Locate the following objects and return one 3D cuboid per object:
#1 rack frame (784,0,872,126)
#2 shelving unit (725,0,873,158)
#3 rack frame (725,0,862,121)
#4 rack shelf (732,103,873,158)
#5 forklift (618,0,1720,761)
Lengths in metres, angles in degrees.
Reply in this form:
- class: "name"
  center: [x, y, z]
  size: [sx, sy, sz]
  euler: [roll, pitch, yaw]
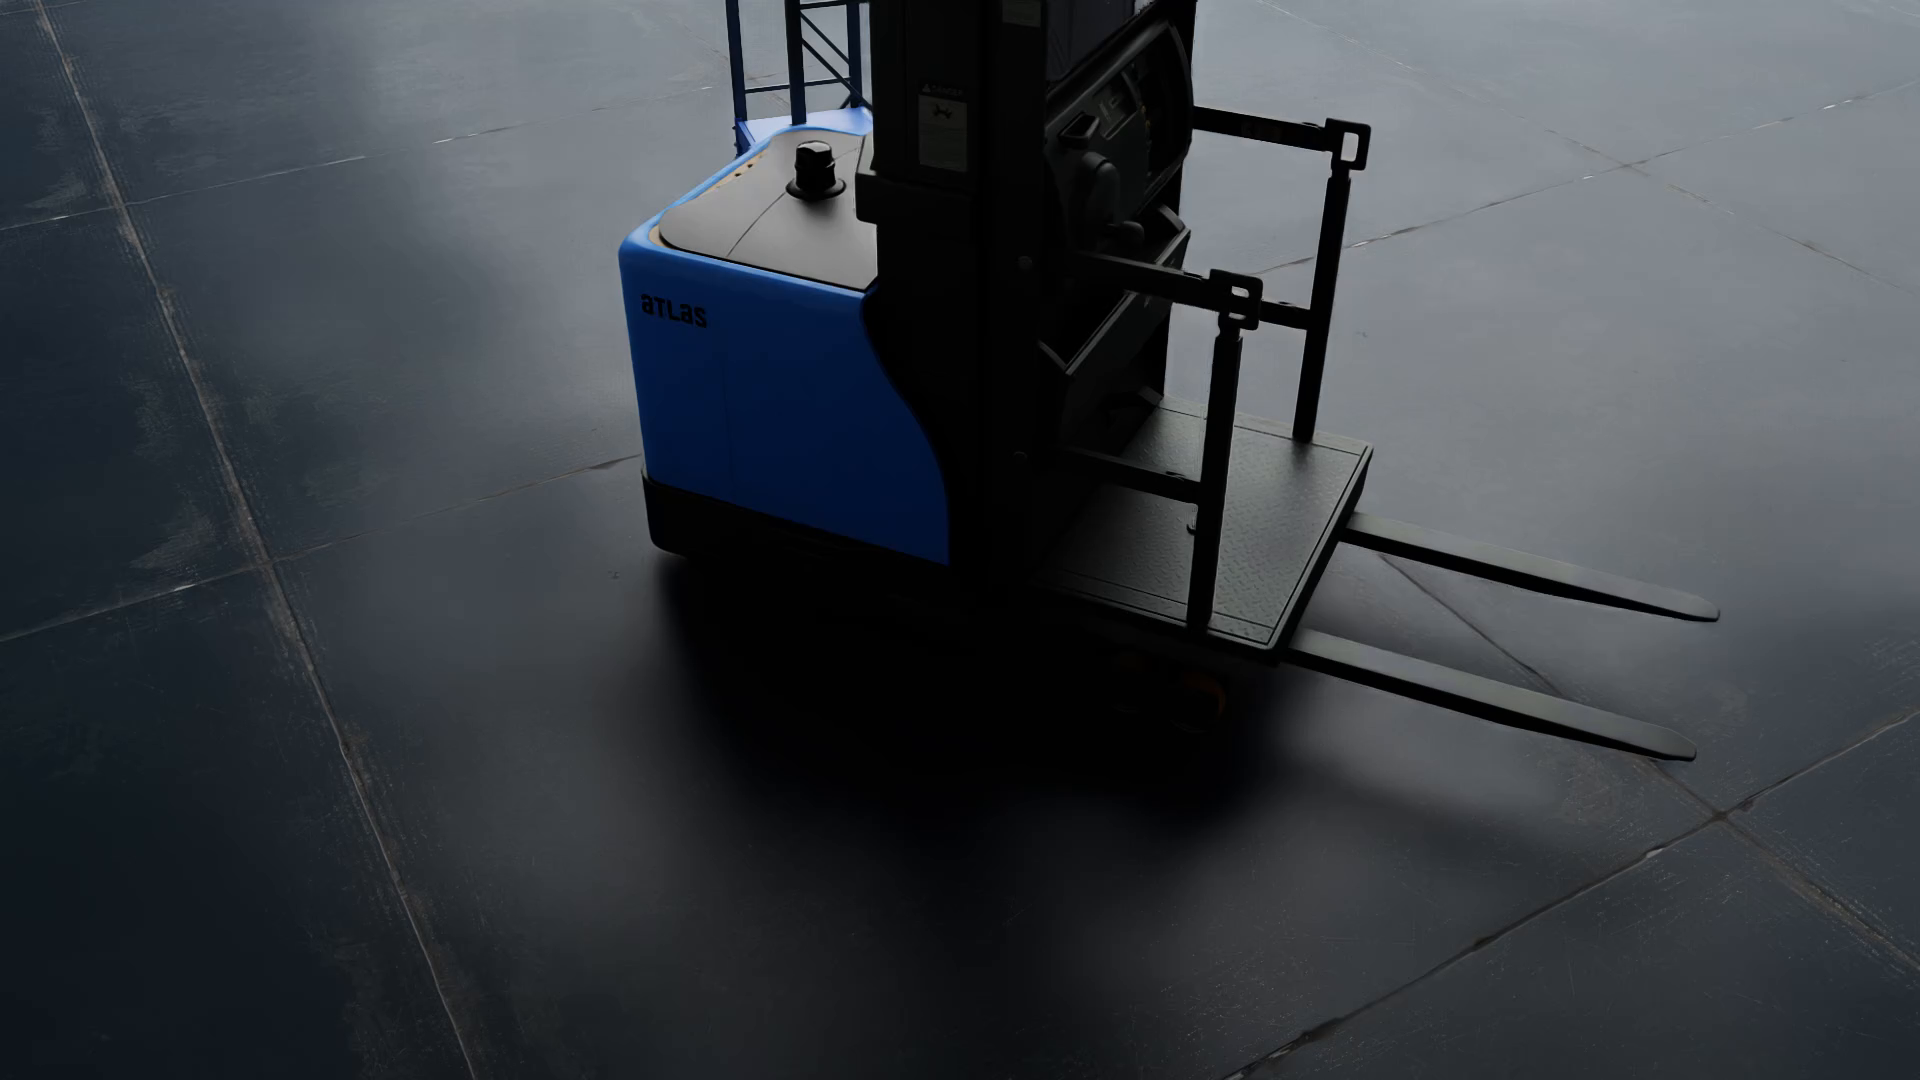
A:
- class: "rack frame"
  center: [-0.301, -1.166, 5.575]
  size: [0.500, 1.500, 0.032]
  euler: [-11, 38, -15]
- class: "shelving unit"
  center: [-0.460, -1.451, 5.965]
  size: [0.538, 1.500, 1.048]
  euler: [-11, 38, -15]
- class: "rack frame"
  center: [-0.620, -1.736, 6.355]
  size: [0.500, 1.500, 0.032]
  euler: [-11, 38, -15]
- class: "rack shelf"
  center: [-0.460, -1.306, 6.071]
  size: [0.538, 0.185, 1.000]
  euler: [-11, 38, -15]
- class: "forklift"
  center: [0.597, -1.017, 4.158]
  size: [3.031, 2.935, 1.130]
  euler: [16, 39, 20]
